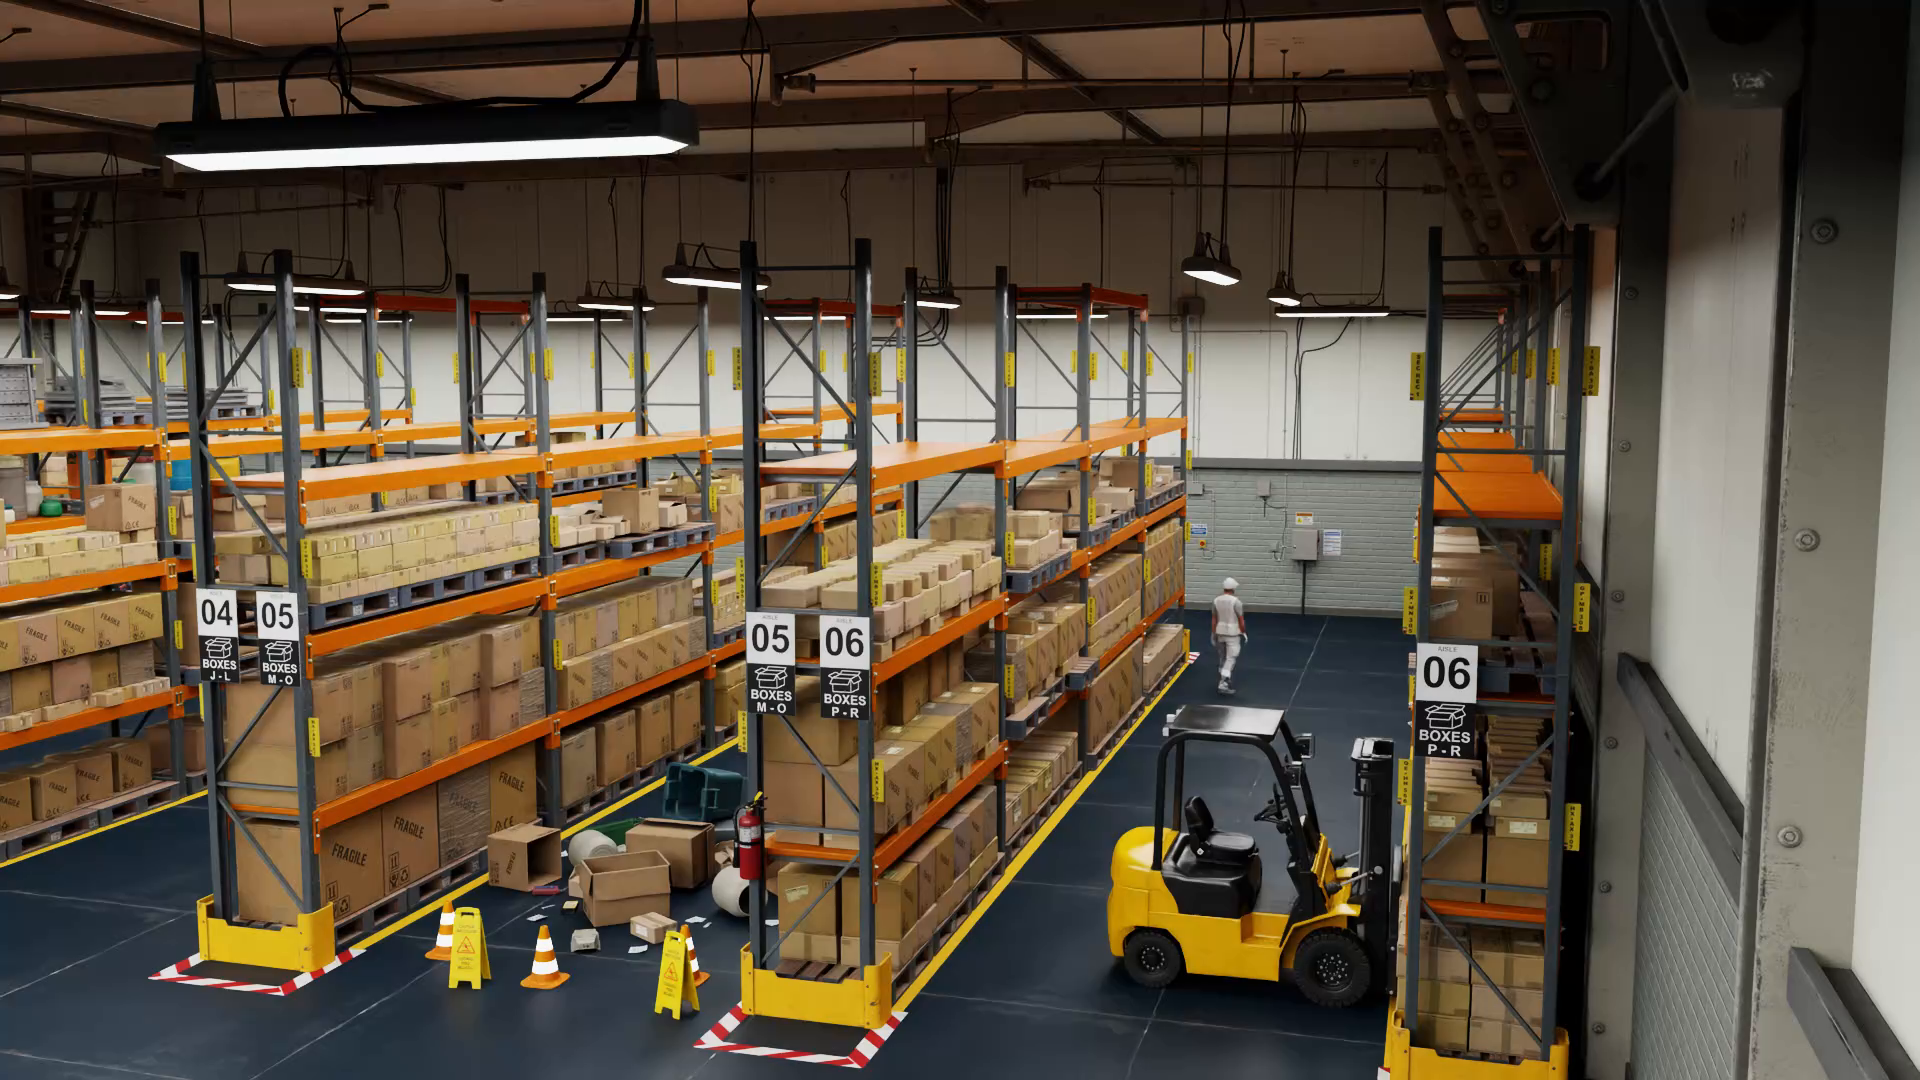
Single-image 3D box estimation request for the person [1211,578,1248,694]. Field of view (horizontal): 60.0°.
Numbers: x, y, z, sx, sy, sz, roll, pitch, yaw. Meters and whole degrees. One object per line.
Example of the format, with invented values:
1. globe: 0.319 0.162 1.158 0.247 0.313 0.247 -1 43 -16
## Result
1. person: 4.104 1.449 25.442 0.821 1.771 0.595 -6 9 -43
